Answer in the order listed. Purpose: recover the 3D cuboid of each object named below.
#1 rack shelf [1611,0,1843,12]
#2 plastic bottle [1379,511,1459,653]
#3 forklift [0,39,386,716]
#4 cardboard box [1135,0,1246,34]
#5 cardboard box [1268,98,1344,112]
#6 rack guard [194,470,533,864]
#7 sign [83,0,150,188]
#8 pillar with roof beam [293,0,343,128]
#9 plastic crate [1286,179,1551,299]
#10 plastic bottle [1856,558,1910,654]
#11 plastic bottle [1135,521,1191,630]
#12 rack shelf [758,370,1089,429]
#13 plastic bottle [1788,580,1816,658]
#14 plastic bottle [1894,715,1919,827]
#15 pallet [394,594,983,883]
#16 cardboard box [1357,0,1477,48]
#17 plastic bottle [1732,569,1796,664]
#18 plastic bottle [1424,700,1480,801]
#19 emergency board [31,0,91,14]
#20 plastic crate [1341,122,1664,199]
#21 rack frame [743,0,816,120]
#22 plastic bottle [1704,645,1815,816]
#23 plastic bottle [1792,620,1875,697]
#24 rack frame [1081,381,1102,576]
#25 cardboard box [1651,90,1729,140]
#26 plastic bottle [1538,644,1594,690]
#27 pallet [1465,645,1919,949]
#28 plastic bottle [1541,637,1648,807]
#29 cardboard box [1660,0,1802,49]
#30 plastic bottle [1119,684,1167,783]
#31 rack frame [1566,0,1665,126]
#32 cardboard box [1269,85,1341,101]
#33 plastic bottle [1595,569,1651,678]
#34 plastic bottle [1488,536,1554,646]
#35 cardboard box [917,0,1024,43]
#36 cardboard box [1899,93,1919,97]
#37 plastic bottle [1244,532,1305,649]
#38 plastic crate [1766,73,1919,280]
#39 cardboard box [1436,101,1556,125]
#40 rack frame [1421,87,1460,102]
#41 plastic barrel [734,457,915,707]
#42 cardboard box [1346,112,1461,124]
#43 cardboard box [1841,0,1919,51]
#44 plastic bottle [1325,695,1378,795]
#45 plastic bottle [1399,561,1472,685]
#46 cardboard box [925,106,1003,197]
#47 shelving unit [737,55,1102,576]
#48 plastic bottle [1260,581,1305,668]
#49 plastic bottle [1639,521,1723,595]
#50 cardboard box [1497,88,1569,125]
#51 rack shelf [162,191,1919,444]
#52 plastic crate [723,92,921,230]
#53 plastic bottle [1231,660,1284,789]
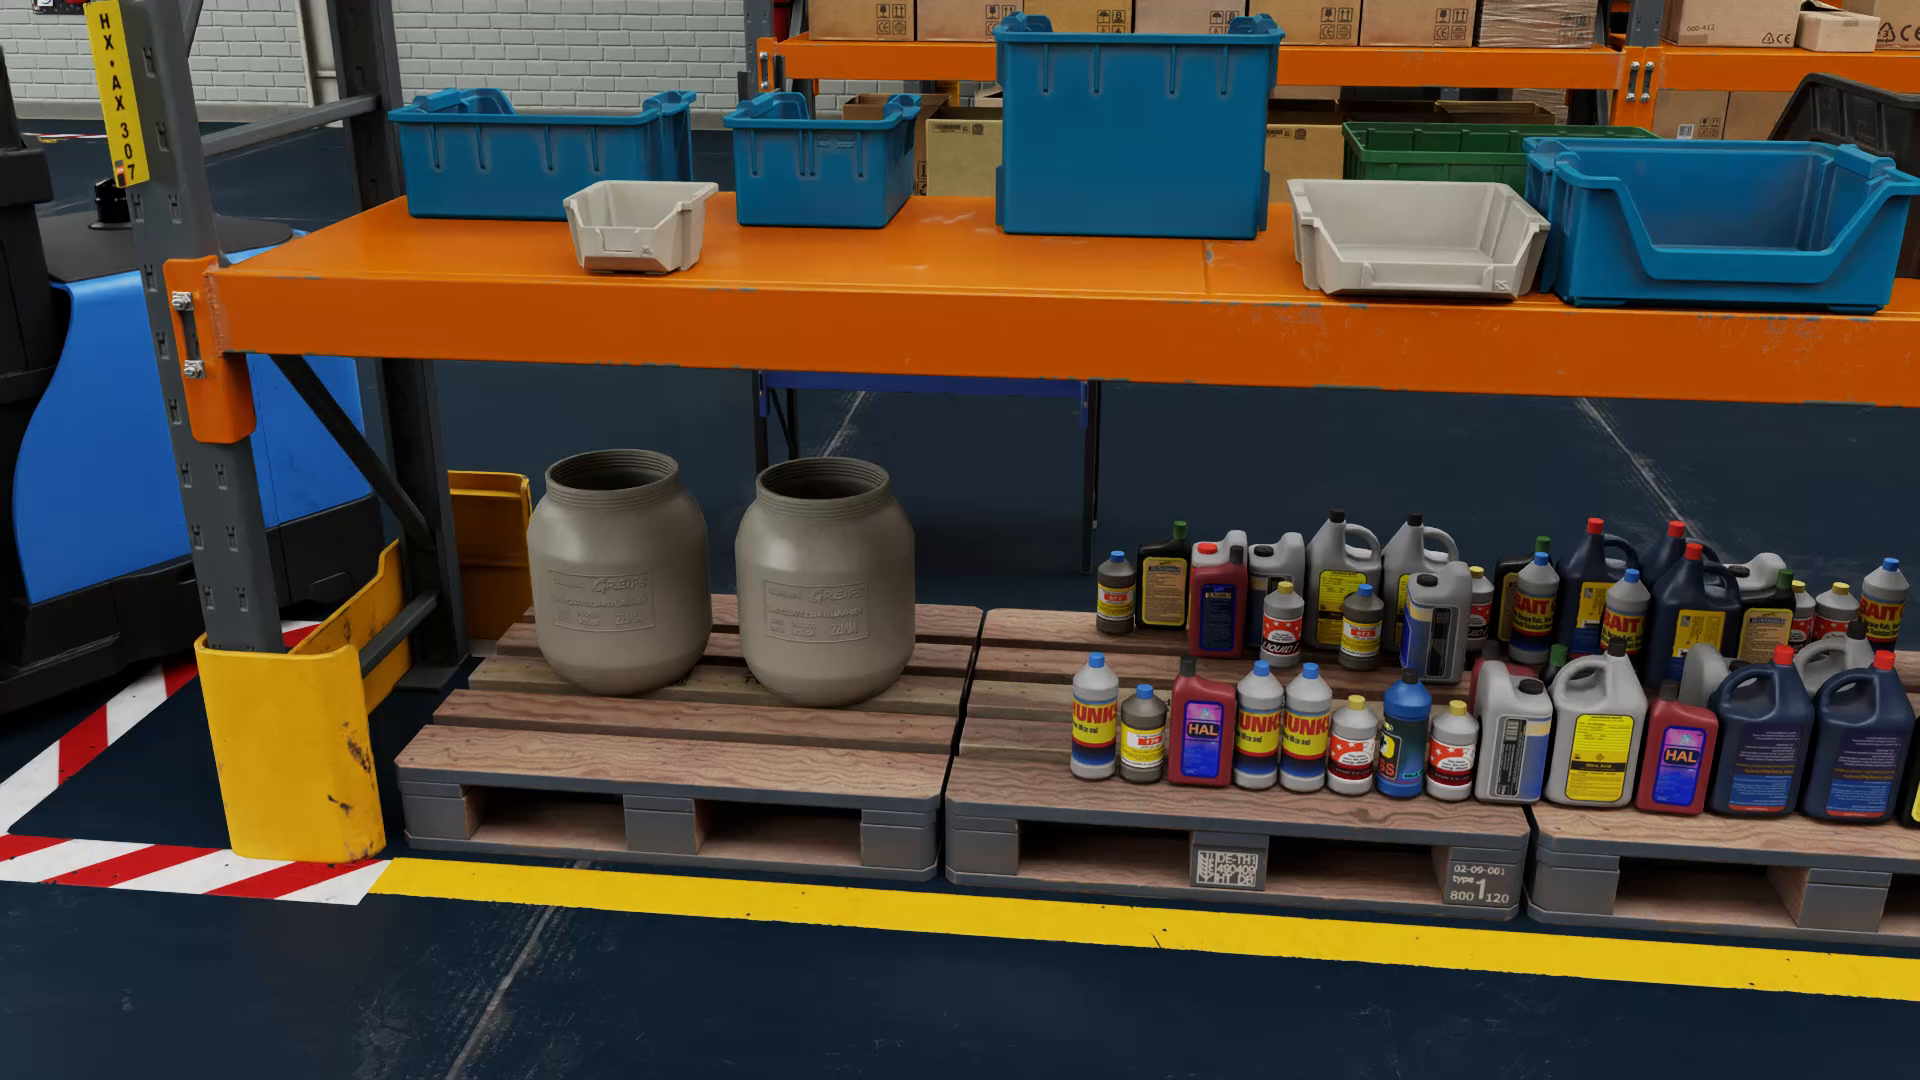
[{"bbox_3d":[5.648,-3.912,12.233,4.000,0.370,1.077,2,22,6],"label":"rack shelf"},{"bbox_3d":[1.134,0.098,4.116,0.185,0.351,0.144,2,22,6],"label":"plastic bottle"},{"bbox_3d":[-3.016,-0.889,3.701,1.130,2.935,3.031,15,26,33],"label":"forklift"},{"bbox_3d":[1.110,-2.653,7.934,0.500,0.500,0.700,3,22,8],"label":"cardboard box"},{"bbox_3d":[1.666,-1.967,8.485,0.500,0.500,0.500,2,22,6],"label":"cardboard box"},{"bbox_3d":[-1.395,0.260,4.103,0.348,0.500,1.175,2,22,6],"label":"rack guard"},{"bbox_3d":[-1.545,-0.817,3.050,0.005,0.325,0.100,2,22,6],"label":"sign"},{"bbox_3d":[-5.978,-6.269,9.058,0.400,9.000,9.100,2,22,6],"label":"pillar with roof beam"},{"bbox_3d":[0.854,-0.571,3.163,0.437,0.136,0.530,2,22,6],"label":"plastic crate"},{"bbox_3d":[2.231,0.174,4.031,0.097,0.271,0.097,0,22,0],"label":"plastic bottle"},{"bbox_3d":[0.517,0.087,4.235,0.133,0.283,0.061,3,22,8],"label":"plastic bottle"},{"bbox_3d":[-0.085,-0.534,5.240,1.000,0.185,0.538,2,22,6],"label":"rack shelf"},{"bbox_3d":[2.029,0.198,4.066,0.097,0.201,0.097,0,22,0],"label":"plastic bottle"},{"bbox_3d":[1.979,0.442,3.337,0.133,0.283,0.061,4,22,9],"label":"plastic bottle"},{"bbox_3d":[-0.589,0.431,4.063,1.213,0.211,1.003,2,22,6],"label":"pallet"},{"bbox_3d":[2.117,-2.608,7.821,0.500,0.500,0.700,2,22,6],"label":"cardboard box"},{"bbox_3d":[1.895,0.204,3.941,0.133,0.283,0.061,2,22,6],"label":"plastic bottle"},{"bbox_3d":[1.030,0.432,3.474,0.097,0.201,0.097,0,22,0],"label":"plastic bottle"},{"bbox_3d":[-7.921,-5.172,14.442,0.643,1.169,0.194,2,22,6],"label":"emergency board"},{"bbox_3d":[1.181,-0.779,3.619,0.662,0.188,0.450,2,22,6],"label":"plastic crate"},{"bbox_3d":[-0.890,-2.697,8.183,0.127,3.000,1.000,2,22,6],"label":"rack frame"},{"bbox_3d":[1.632,0.380,3.402,0.185,0.351,0.144,1,22,4],"label":"plastic bottle"},{"bbox_3d":[1.839,0.336,3.514,0.185,0.351,0.144,2,22,6],"label":"plastic bottle"},{"bbox_3d":[0.420,-0.679,5.118,0.032,1.500,0.500,2,22,6],"label":"rack frame"},{"bbox_3d":[5.416,-3.309,12.530,0.500,0.500,0.700,3,22,7],"label":"cardboard box"},{"bbox_3d":[1.298,0.359,3.548,0.133,0.283,0.061,2,22,6],"label":"plastic bottle"},{"bbox_3d":[1.834,0.537,3.796,1.213,0.211,1.003,2,22,6],"label":"pallet"},{"bbox_3d":[1.311,0.366,3.438,0.185,0.351,0.144,2,22,6],"label":"plastic bottle"},{"bbox_3d":[3.577,-2.449,7.759,0.500,0.250,0.500,4,22,10],"label":"cardboard box"},{"bbox_3d":[0.390,0.404,3.545,0.097,0.201,0.097,0,22,0],"label":"plastic bottle"},{"bbox_3d":[3.083,-2.524,7.745,0.127,3.000,1.000,2,22,6],"label":"rack frame"},{"bbox_3d":[2.626,-3.405,12.775,0.500,0.500,0.500,1,22,2],"label":"cardboard box"},{"bbox_3d":[1.585,0.200,3.968,0.097,0.271,0.097,0,22,0],"label":"plastic bottle"},{"bbox_3d":[1.397,0.126,4.138,0.133,0.283,0.061,3,22,9],"label":"plastic bottle"},{"bbox_3d":[0.094,-2.698,8.048,0.500,0.500,0.700,3,22,8],"label":"cardboard box"},{"bbox_3d":[6.913,-3.214,12.292,0.500,0.500,0.700,3,22,7],"label":"cardboard box"},{"bbox_3d":[0.784,0.119,4.164,0.135,0.276,0.152,2,22,5],"label":"plastic bottle"},{"bbox_3d":[1.991,-0.756,3.357,0.504,0.338,0.767,2,22,6],"label":"plastic crate"},{"bbox_3d":[2.659,-1.924,8.375,0.500,0.500,0.500,2,22,6],"label":"cardboard box"},{"bbox_3d":[3.662,-4.333,12.320,0.127,3.000,1.000,2,22,6],"label":"rack frame"},{"bbox_3d":[-0.316,0.095,3.933,0.421,0.512,0.421,0,22,0],"label":"plastic barrel"},{"bbox_3d":[2.101,-1.756,7.950,0.500,0.500,0.500,2,22,6],"label":"cardboard box"},{"bbox_3d":[4.366,-2.509,7.570,0.500,0.500,0.500,4,22,10],"label":"cardboard box"},{"bbox_3d":[0.826,0.423,3.497,0.097,0.201,0.097,0,22,0],"label":"plastic bottle"},{"bbox_3d":[1.141,0.188,3.990,0.135,0.276,0.152,2,22,6],"label":"plastic bottle"},{"bbox_3d":[0.113,-1.837,8.156,0.500,0.500,0.500,2,22,6],"label":"cardboard box"},{"bbox_3d":[-0.085,-0.701,5.173,1.048,1.500,0.538,2,22,6],"label":"shelving unit"},{"bbox_3d":[0.788,0.200,4.061,0.097,0.201,0.097,0,22,0],"label":"plastic bottle"},{"bbox_3d":[1.743,0.125,4.049,0.185,0.351,0.144,3,22,8],"label":"plastic bottle"},{"bbox_3d":[4.395,-3.349,12.634,0.500,0.500,0.700,3,22,8],"label":"cardboard box"},{"bbox_3d":[0.510,-0.468,3.522,4.000,0.370,1.077,2,22,6],"label":"rack shelf"},{"bbox_3d":[-0.300,-0.877,3.781,0.408,0.251,0.499,2,22,6],"label":"plastic crate"},{"bbox_3d":[0.628,0.382,3.506,0.097,0.271,0.097,0,22,0],"label":"plastic bottle"}]
